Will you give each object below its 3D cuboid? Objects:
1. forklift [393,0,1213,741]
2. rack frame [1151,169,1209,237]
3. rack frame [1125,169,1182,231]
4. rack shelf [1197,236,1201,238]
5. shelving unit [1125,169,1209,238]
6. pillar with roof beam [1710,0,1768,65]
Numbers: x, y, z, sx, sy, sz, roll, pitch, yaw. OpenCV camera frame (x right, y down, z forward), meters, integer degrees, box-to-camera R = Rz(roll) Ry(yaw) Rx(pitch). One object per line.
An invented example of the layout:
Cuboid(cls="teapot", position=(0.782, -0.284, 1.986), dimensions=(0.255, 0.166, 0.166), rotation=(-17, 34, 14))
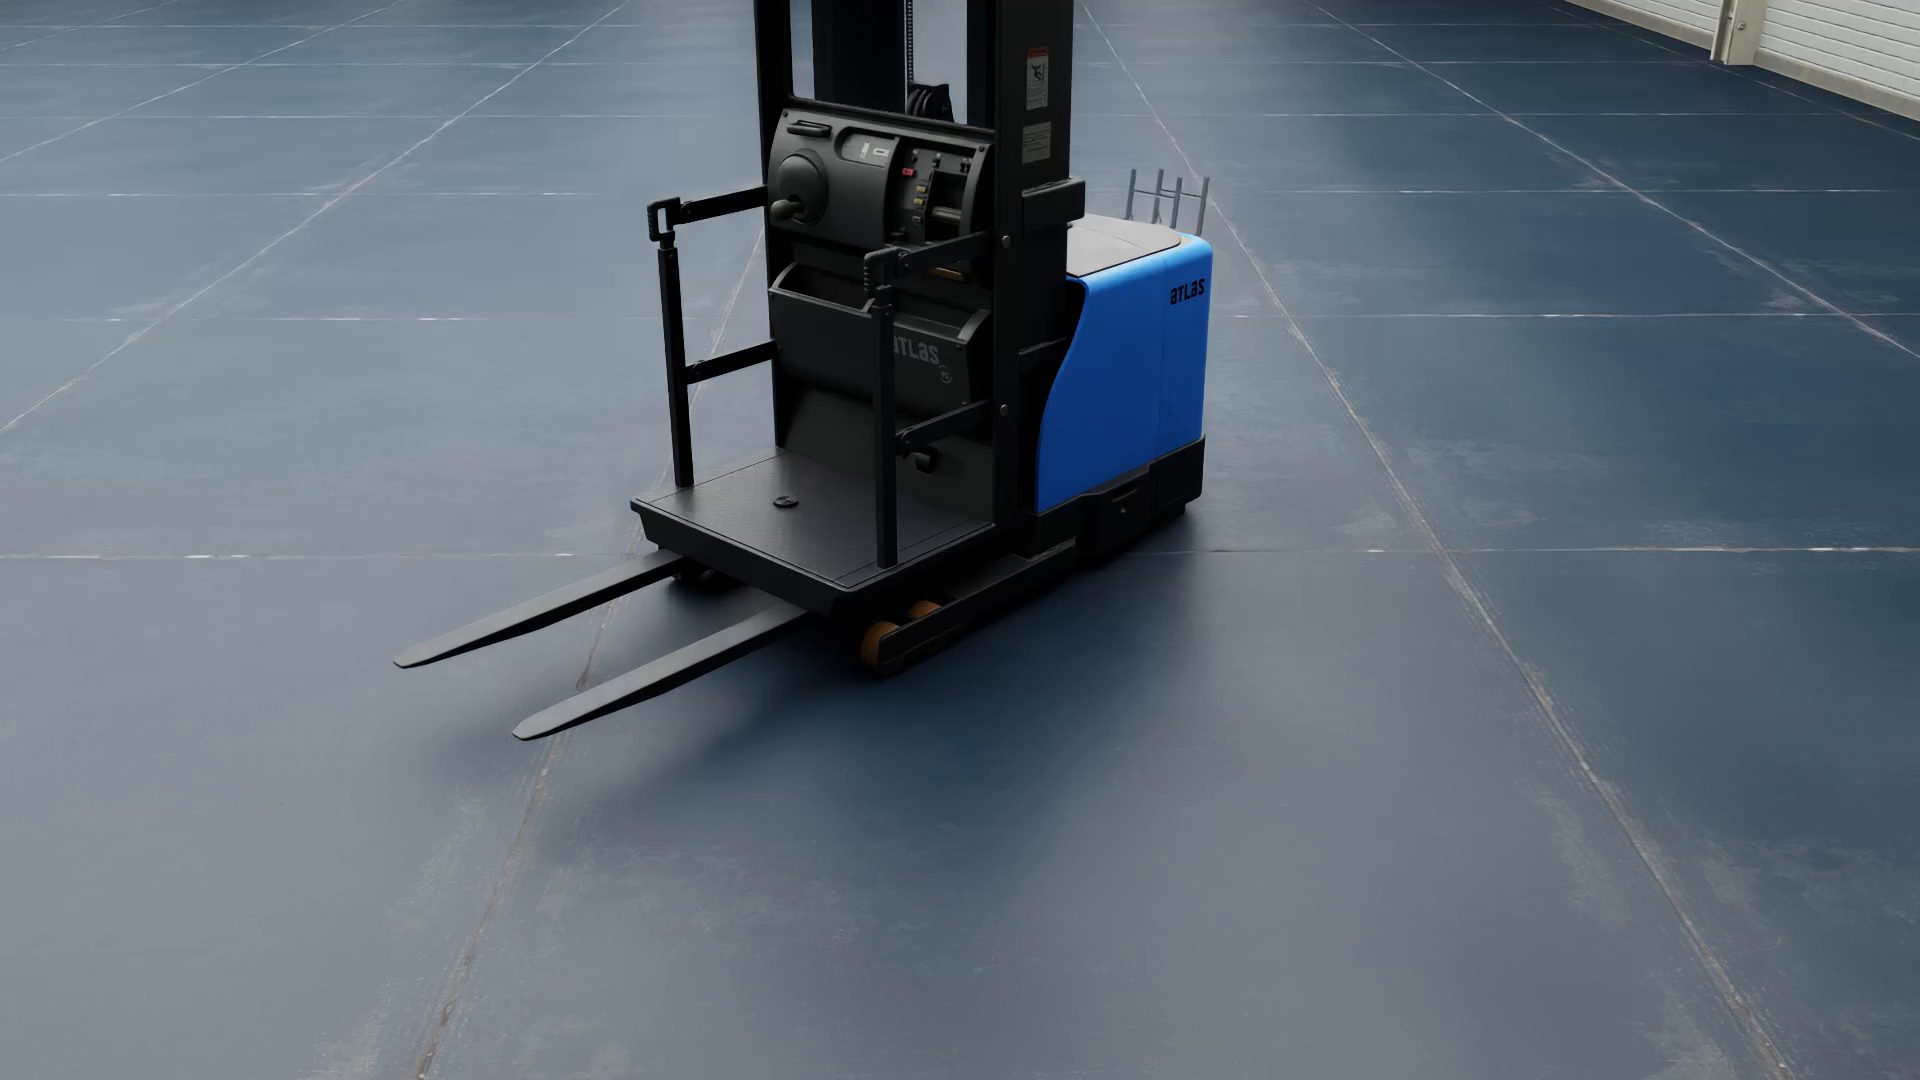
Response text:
Cuboid(cls="forklift", position=(-0.417, -1.145, 5.225), dimensions=(1.130, 2.935, 3.031), rotation=(20, 31, 38))
Cuboid(cls="rack frame", position=(0.825, -0.886, 6.766), dimensions=(0.240, 1.200, 0.006), rotation=(21, 23, 38))
Cuboid(cls="rack frame", position=(0.702, -0.856, 6.633), dimensions=(0.240, 1.200, 0.006), rotation=(21, 23, 38))
Cuboid(cls="rack shelf", position=(0.796, -1.169, 6.602), dimensions=(0.258, 0.103, 0.180), rotation=(21, 23, 38))
Cuboid(cls="shelving unit", position=(0.764, -0.871, 6.699), dimensions=(0.258, 1.200, 0.189), rotation=(21, 23, 38))
Cuboid(cls="pillar with roof beam", position=(3.669, -9.015, 15.262), dimensions=(9.100, 9.000, 0.400), rotation=(0, 24, -1))
